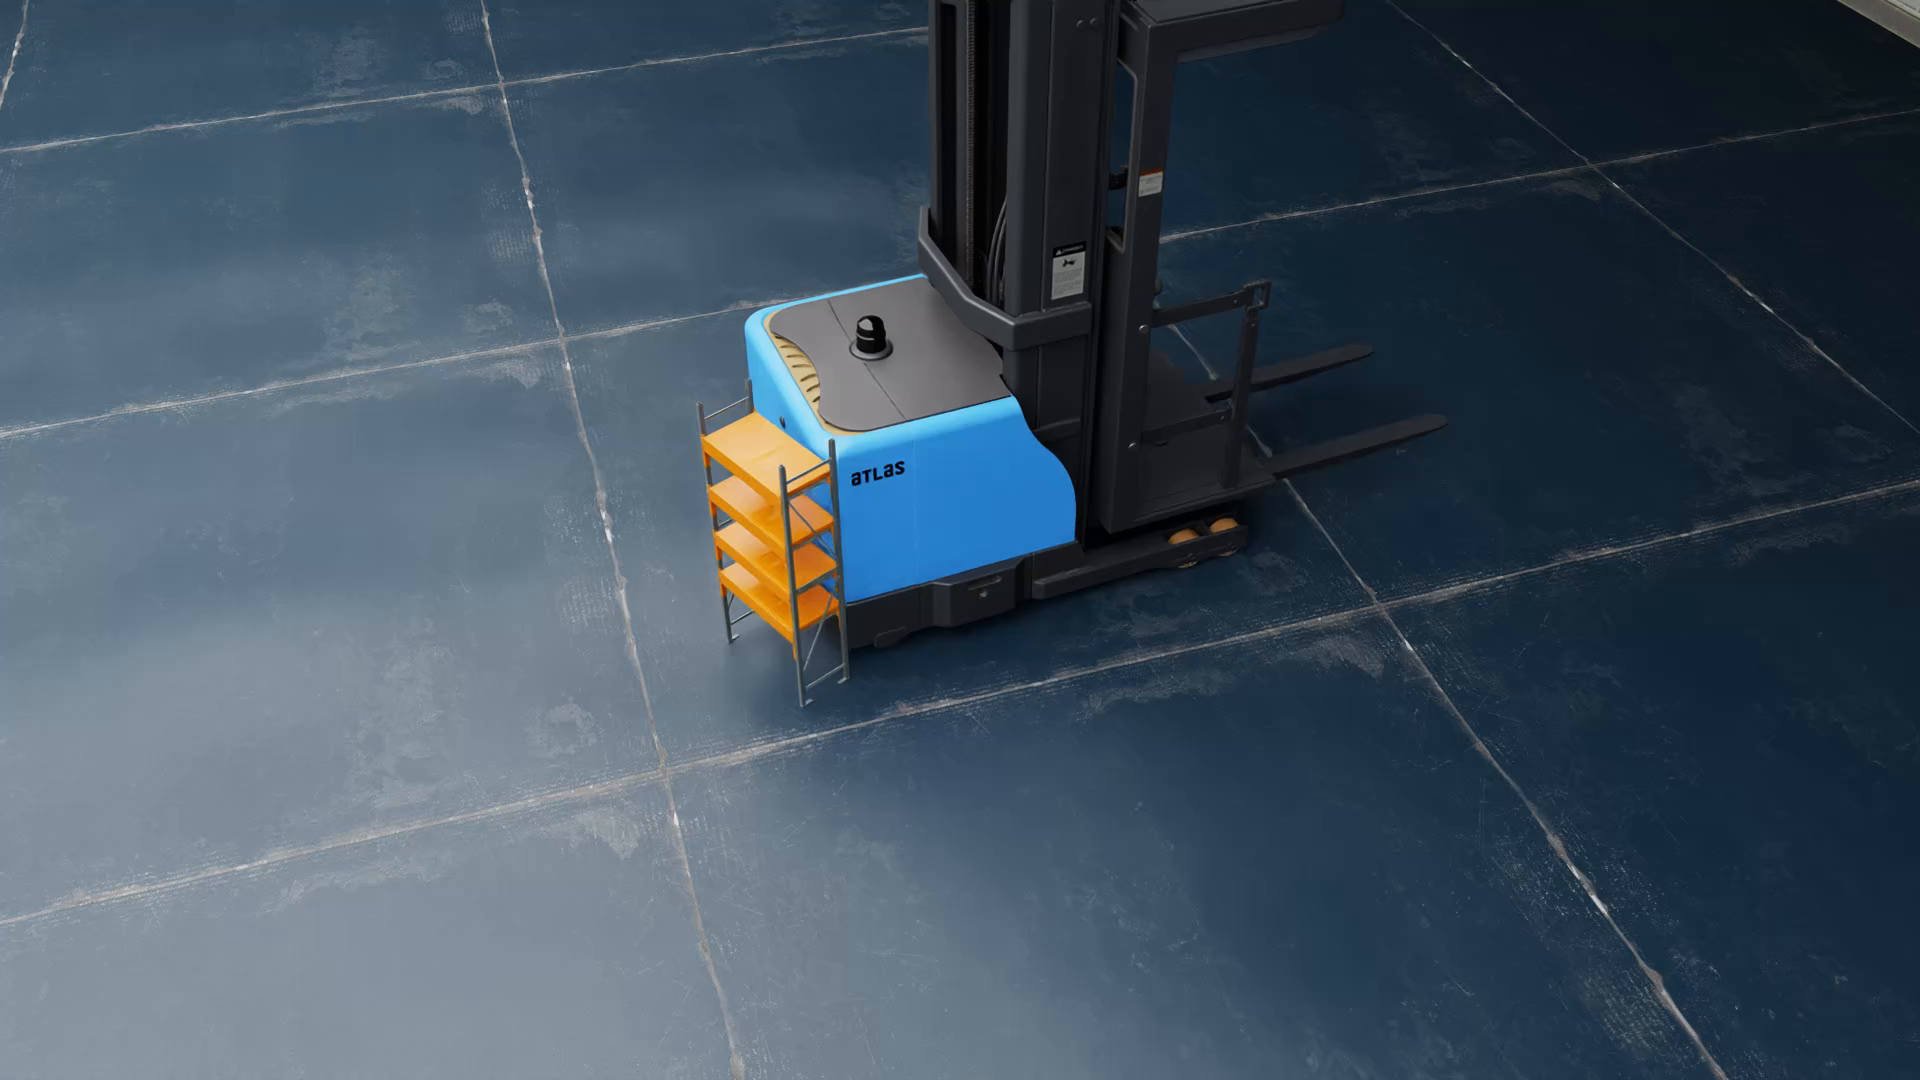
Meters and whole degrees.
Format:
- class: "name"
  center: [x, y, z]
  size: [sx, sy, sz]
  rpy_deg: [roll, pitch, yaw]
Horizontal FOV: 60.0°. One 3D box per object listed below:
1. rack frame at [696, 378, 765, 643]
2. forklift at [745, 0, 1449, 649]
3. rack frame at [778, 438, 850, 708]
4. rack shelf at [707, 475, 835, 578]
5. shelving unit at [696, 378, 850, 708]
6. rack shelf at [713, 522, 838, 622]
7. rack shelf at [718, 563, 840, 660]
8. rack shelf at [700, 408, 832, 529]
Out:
- class: "rack frame"
  center: [-0.859, -0.089, 6.440]
  size: [0.240, 1.200, 0.015]
  rpy_deg: [-31, 50, -30]
- class: "forklift"
  center: [0.690, -1.291, 6.500]
  size: [3.031, 2.935, 1.130]
  rpy_deg: [-15, 43, -17]
- class: "rack frame"
  center: [-0.532, 0.149, 6.168]
  size: [0.240, 1.200, 0.015]
  rpy_deg: [-31, 50, -30]
- class: "rack shelf"
  center: [-0.695, -0.088, 6.201]
  size: [0.258, 0.148, 0.480]
  rpy_deg: [-31, 50, -30]
- class: "shelving unit"
  center: [-0.695, 0.030, 6.304]
  size: [0.258, 1.200, 0.503]
  rpy_deg: [-31, 50, -30]
- class: "rack shelf"
  center: [-0.695, 0.080, 6.348]
  size: [0.258, 0.148, 0.480]
  rpy_deg: [-31, 50, -30]
- class: "rack shelf"
  center: [-0.695, 0.230, 6.479]
  size: [0.258, 0.148, 0.480]
  rpy_deg: [-31, 50, -30]
- class: "rack shelf"
  center: [-0.695, -0.266, 6.045]
  size: [0.258, 0.148, 0.480]
  rpy_deg: [-31, 50, -30]
